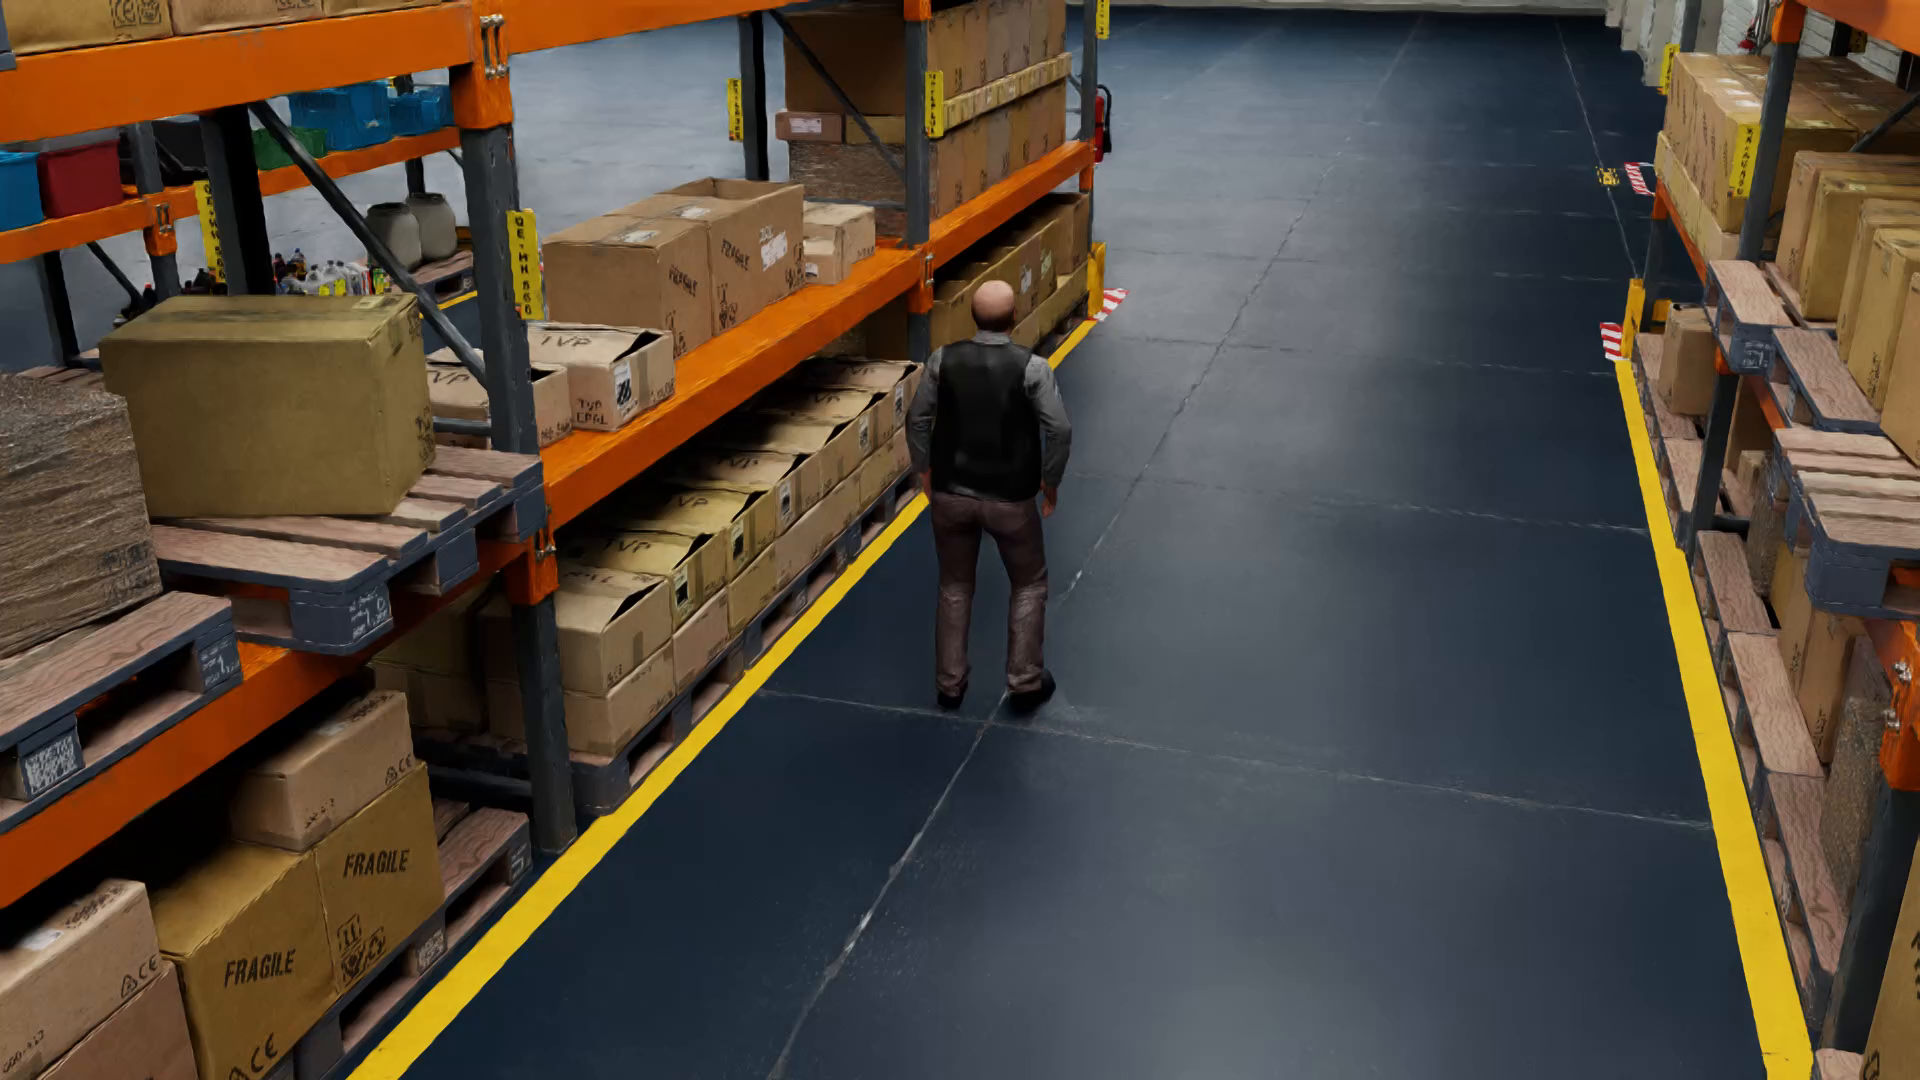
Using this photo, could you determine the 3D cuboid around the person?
[{"bbox_3d":[0.108,-0.173,6.602,0.672,1.682,0.509,6,23,14],"label":"person"}]
